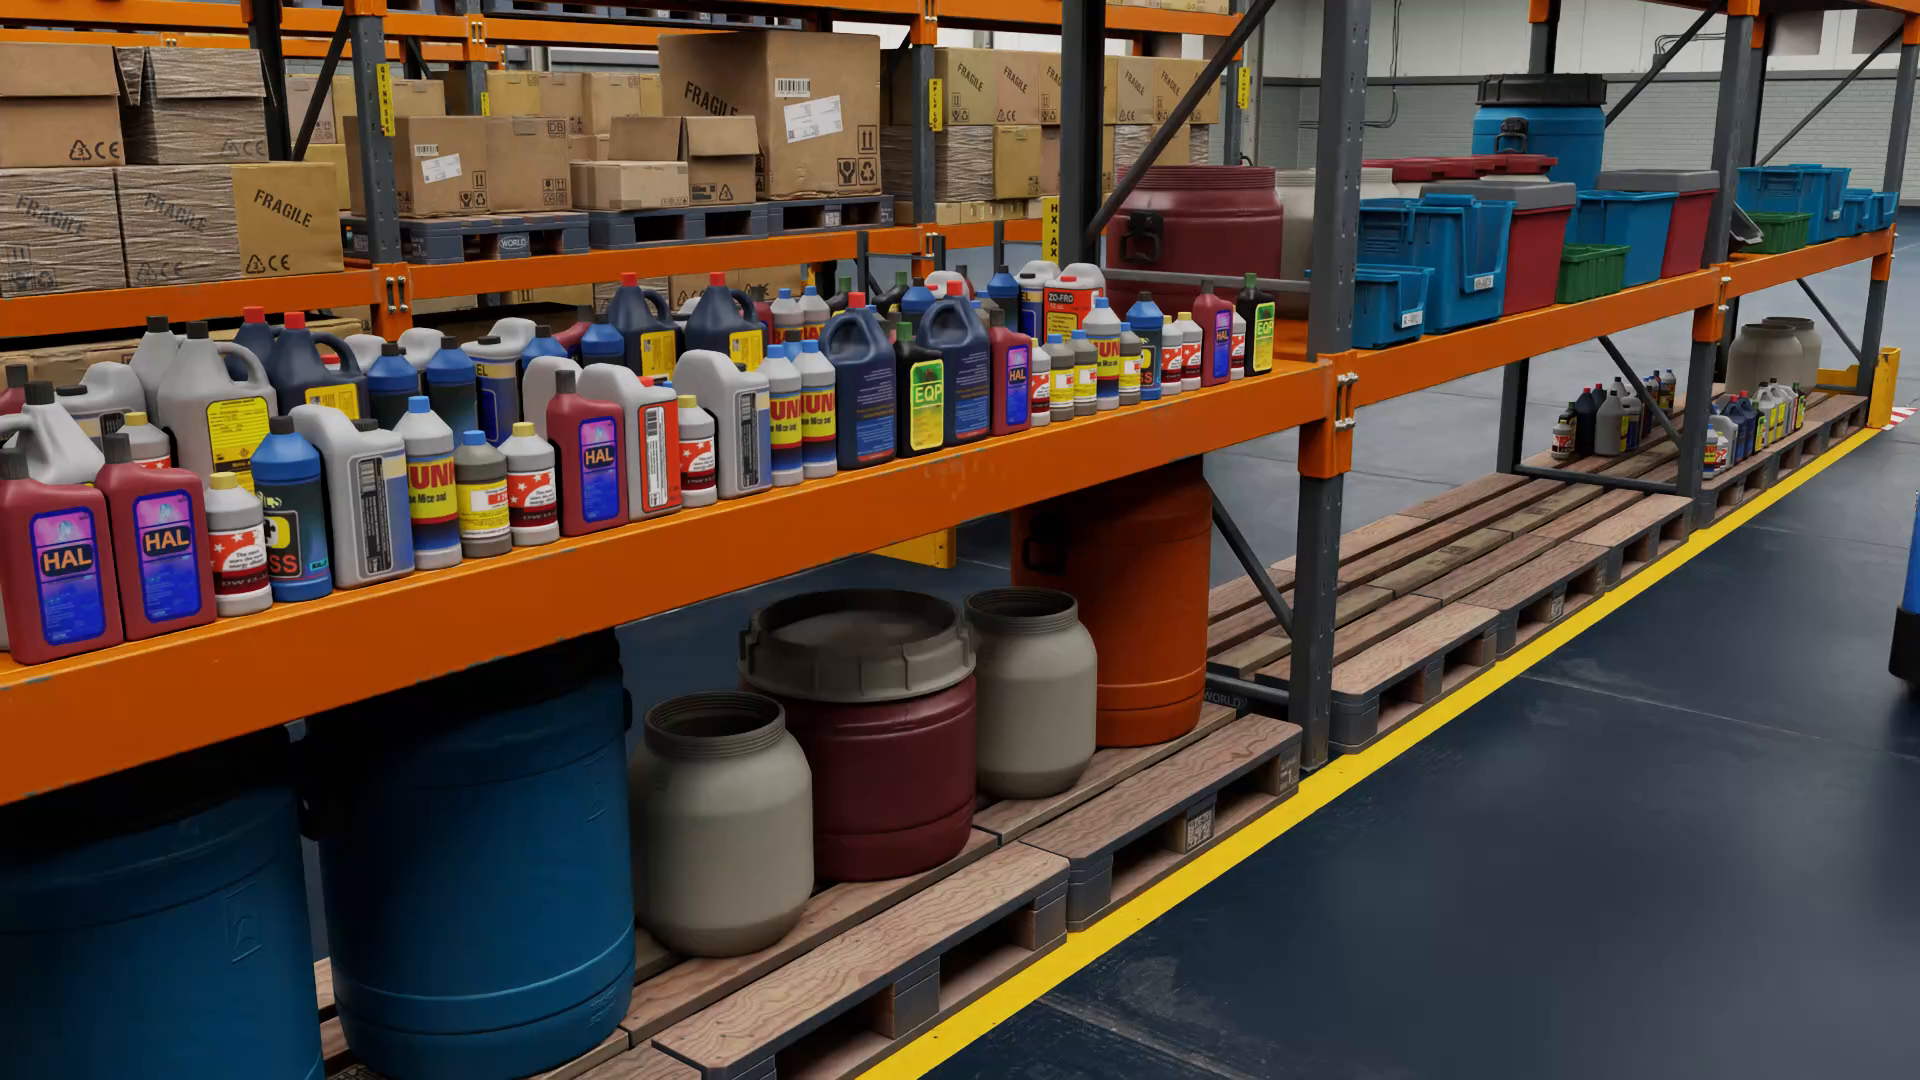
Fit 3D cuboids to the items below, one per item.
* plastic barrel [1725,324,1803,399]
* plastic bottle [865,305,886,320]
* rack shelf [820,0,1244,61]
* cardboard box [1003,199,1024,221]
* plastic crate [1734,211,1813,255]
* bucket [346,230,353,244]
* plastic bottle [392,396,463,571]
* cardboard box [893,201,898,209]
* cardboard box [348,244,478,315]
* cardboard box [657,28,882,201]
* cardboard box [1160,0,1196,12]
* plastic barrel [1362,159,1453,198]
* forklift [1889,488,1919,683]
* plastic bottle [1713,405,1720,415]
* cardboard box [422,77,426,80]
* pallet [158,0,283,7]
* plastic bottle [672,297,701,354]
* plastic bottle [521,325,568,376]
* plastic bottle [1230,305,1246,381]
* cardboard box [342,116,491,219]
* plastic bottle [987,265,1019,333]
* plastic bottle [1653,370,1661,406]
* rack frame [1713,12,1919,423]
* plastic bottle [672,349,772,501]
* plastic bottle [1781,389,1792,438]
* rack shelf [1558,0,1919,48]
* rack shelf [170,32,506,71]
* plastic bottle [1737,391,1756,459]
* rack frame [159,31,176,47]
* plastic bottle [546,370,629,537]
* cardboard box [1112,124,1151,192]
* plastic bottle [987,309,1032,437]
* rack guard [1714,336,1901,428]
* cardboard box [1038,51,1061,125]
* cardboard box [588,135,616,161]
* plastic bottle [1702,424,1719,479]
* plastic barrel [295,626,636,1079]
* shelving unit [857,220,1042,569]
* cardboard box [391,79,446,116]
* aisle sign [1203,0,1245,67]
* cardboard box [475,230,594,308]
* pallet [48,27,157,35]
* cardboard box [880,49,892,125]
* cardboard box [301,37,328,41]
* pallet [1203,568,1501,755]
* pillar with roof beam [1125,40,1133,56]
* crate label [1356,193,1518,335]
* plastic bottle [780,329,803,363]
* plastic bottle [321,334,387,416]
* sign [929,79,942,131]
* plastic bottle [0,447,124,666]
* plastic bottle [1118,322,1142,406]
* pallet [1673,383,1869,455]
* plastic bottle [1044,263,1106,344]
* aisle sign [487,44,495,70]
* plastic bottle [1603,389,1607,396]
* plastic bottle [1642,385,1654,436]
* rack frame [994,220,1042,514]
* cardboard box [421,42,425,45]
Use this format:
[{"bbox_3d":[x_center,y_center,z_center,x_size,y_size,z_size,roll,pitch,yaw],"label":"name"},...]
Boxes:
[{"bbox_3d":[5.105,-1.101,10.563,0.421,0.512,0.421,0,14,0],"label":"plastic barrel"},{"bbox_3d":[-0.246,-0.543,4.573,0.097,0.201,0.097,0,14,0],"label":"plastic bottle"},{"bbox_3d":[0.665,-3.825,12.458,1.077,0.370,4.000,11,18,38],"label":"rack shelf"},{"bbox_3d":[0.230,-2.357,11.821,0.380,0.149,0.250,11,18,38],"label":"cardboard box"},{"bbox_3d":[4.333,-1.684,9.091,0.450,0.188,0.662,11,18,38],"label":"plastic crate"},{"bbox_3d":[-6.094,-2.657,16.051,0.620,0.611,0.726,-19,22,-27],"label":"bucket"},{"bbox_3d":[-0.856,-0.094,2.662,0.097,0.271,0.097,0,14,0],"label":"plastic bottle"},{"bbox_3d":[-0.521,-2.348,11.785,0.380,0.149,0.250,11,18,38],"label":"cardboard box"},{"bbox_3d":[-4.706,-2.104,14.031,1.050,0.750,0.750,11,18,37],"label":"cardboard box"},{"bbox_3d":[-1.200,-2.701,10.591,1.000,1.000,1.000,11,18,38],"label":"cardboard box"},{"bbox_3d":[1.505,-4.257,12.999,0.500,0.250,0.500,11,18,38],"label":"cardboard box"},{"bbox_3d":[1.756,-1.264,6.730,0.433,0.535,0.433,0,14,0],"label":"plastic barrel"},{"bbox_3d":[4.728,-0.697,4.915,3.031,2.935,1.130,14,20,43],"label":"forklift"},{"bbox_3d":[4.088,-0.598,9.034,0.097,0.271,0.097,0,14,0],"label":"plastic bottle"},{"bbox_3d":[-6.261,-5.087,19.216,0.700,0.500,0.500,11,18,38],"label":"cardboard box"},{"bbox_3d":[-5.836,-4.066,12.329,1.003,0.211,1.213,12,19,40],"label":"pallet"},{"bbox_3d":[-0.648,-0.446,4.039,0.152,0.276,0.135,11,18,38],"label":"plastic bottle"},{"bbox_3d":[-0.886,-0.323,3.562,0.097,0.271,0.097,0,14,0],"label":"plastic bottle"},{"bbox_3d":[0.737,-0.546,4.582,0.097,0.201,0.097,0,14,0],"label":"plastic bottle"},{"bbox_3d":[-2.798,-1.933,8.583,0.500,0.500,0.500,9,17,31],"label":"cardboard box"},{"bbox_3d":[0.129,-0.691,5.014,0.097,0.271,0.097,0,14,0],"label":"plastic bottle"},{"bbox_3d":[4.236,-0.894,10.173,0.061,0.283,0.133,12,18,38],"label":"plastic bottle"},{"bbox_3d":[5.775,-2.337,11.229,1.000,3.000,0.127,11,18,38],"label":"rack frame"},{"bbox_3d":[-0.452,-0.230,3.188,0.152,0.276,0.135,11,18,38],"label":"plastic bottle"},{"bbox_3d":[4.694,-0.740,9.581,0.152,0.276,0.135,11,18,36],"label":"plastic bottle"},{"bbox_3d":[4.518,-3.059,9.441,1.077,0.370,4.000,11,18,38],"label":"rack shelf"},{"bbox_3d":[-7.043,-5.359,18.494,1.077,0.370,4.000,11,18,38],"label":"rack shelf"},{"bbox_3d":[4.209,-0.627,8.984,0.144,0.351,0.185,10,18,35],"label":"plastic bottle"},{"bbox_3d":[-8.300,-3.871,17.267,1.000,3.000,0.127,11,18,38],"label":"rack frame"},{"bbox_3d":[-0.647,-0.156,2.883,0.061,0.283,0.133,11,18,38],"label":"plastic bottle"},{"bbox_3d":[0.986,-2.991,12.999,0.875,0.500,0.500,11,18,38],"label":"cardboard box"},{"bbox_3d":[0.106,-0.386,3.786,0.061,0.283,0.133,11,18,38],"label":"plastic bottle"},{"bbox_3d":[5.763,-1.103,11.451,1.175,0.500,0.348,11,18,38],"label":"rack guard"},{"bbox_3d":[0.517,-3.253,11.997,0.500,0.500,0.500,11,18,38],"label":"cardboard box"},{"bbox_3d":[-3.405,-3.463,15.359,0.875,0.550,0.550,11,18,38],"label":"cardboard box"},{"bbox_3d":[3.802,-0.455,8.469,0.097,0.271,0.097,0,14,0],"label":"plastic bottle"},{"bbox_3d":[-0.967,0.538,3.323,0.600,0.901,0.708,11,18,38],"label":"plastic barrel"},{"bbox_3d":[0.048,-0.742,7.996,0.587,1.500,1.083,11,18,38],"label":"shelving unit"},{"bbox_3d":[-4.694,-3.561,13.815,0.700,0.500,0.500,11,18,37],"label":"cardboard box"},{"bbox_3d":[2.195,-4.329,13.790,0.394,0.787,0.004,11,18,38],"label":"aisle sign"},{"bbox_3d":[-3.936,-2.407,14.970,0.875,0.875,0.875,12,18,38],"label":"cardboard box"},{"bbox_3d":[-8.771,-5.132,16.521,1.213,0.211,1.003,11,18,38],"label":"pallet"},{"bbox_3d":[-0.523,-3.143,11.566,0.500,0.500,0.500,11,18,38],"label":"cardboard box"},{"bbox_3d":[-7.035,-5.458,17.933,0.380,0.149,0.250,11,18,36],"label":"cardboard box"},{"bbox_3d":[1.264,0.405,6.102,1.003,0.211,1.213,11,18,38],"label":"pallet"},{"bbox_3d":[7.645,-12.248,38.059,9.100,9.000,0.400,11,18,38],"label":"pillar with roof beam"},{"bbox_3d":[1.581,-0.970,5.778,0.502,0.435,0.616,11,18,38],"label":"crate label"},{"bbox_3d":[-0.348,-0.305,3.494,0.097,0.271,0.097,0,14,0],"label":"plastic bottle"},{"bbox_3d":[-1.225,-0.271,3.348,0.152,0.276,0.135,11,18,38],"label":"plastic bottle"},{"bbox_3d":[-0.158,-2.813,10.753,0.100,0.325,0.005,11,18,38],"label":"sign"},{"bbox_3d":[-1.205,0.014,2.214,0.061,0.283,0.133,11,18,38],"label":"plastic bottle"},{"bbox_3d":[0.409,-0.445,4.188,0.097,0.201,0.097,0,14,0],"label":"plastic bottle"},{"bbox_3d":[5.249,-0.809,10.877,1.003,0.211,1.213,11,18,38],"label":"pallet"},{"bbox_3d":[0.342,-0.688,4.991,0.152,0.276,0.135,11,18,38],"label":"plastic bottle"},{"bbox_3d":[-5.521,-5.864,19.833,0.394,0.787,0.004,11,18,38],"label":"aisle sign"},{"bbox_3d":[3.632,-0.710,9.448,0.061,0.283,0.133,13,19,41],"label":"plastic bottle"},{"bbox_3d":[3.953,-0.748,9.599,0.061,0.283,0.133,11,18,38],"label":"plastic bottle"},{"bbox_3d":[0.373,-0.841,8.386,0.500,1.500,0.032,11,18,38],"label":"rack frame"},{"bbox_3d":[-6.328,-5.721,18.968,0.380,0.149,0.250,11,18,38],"label":"cardboard box"}]
